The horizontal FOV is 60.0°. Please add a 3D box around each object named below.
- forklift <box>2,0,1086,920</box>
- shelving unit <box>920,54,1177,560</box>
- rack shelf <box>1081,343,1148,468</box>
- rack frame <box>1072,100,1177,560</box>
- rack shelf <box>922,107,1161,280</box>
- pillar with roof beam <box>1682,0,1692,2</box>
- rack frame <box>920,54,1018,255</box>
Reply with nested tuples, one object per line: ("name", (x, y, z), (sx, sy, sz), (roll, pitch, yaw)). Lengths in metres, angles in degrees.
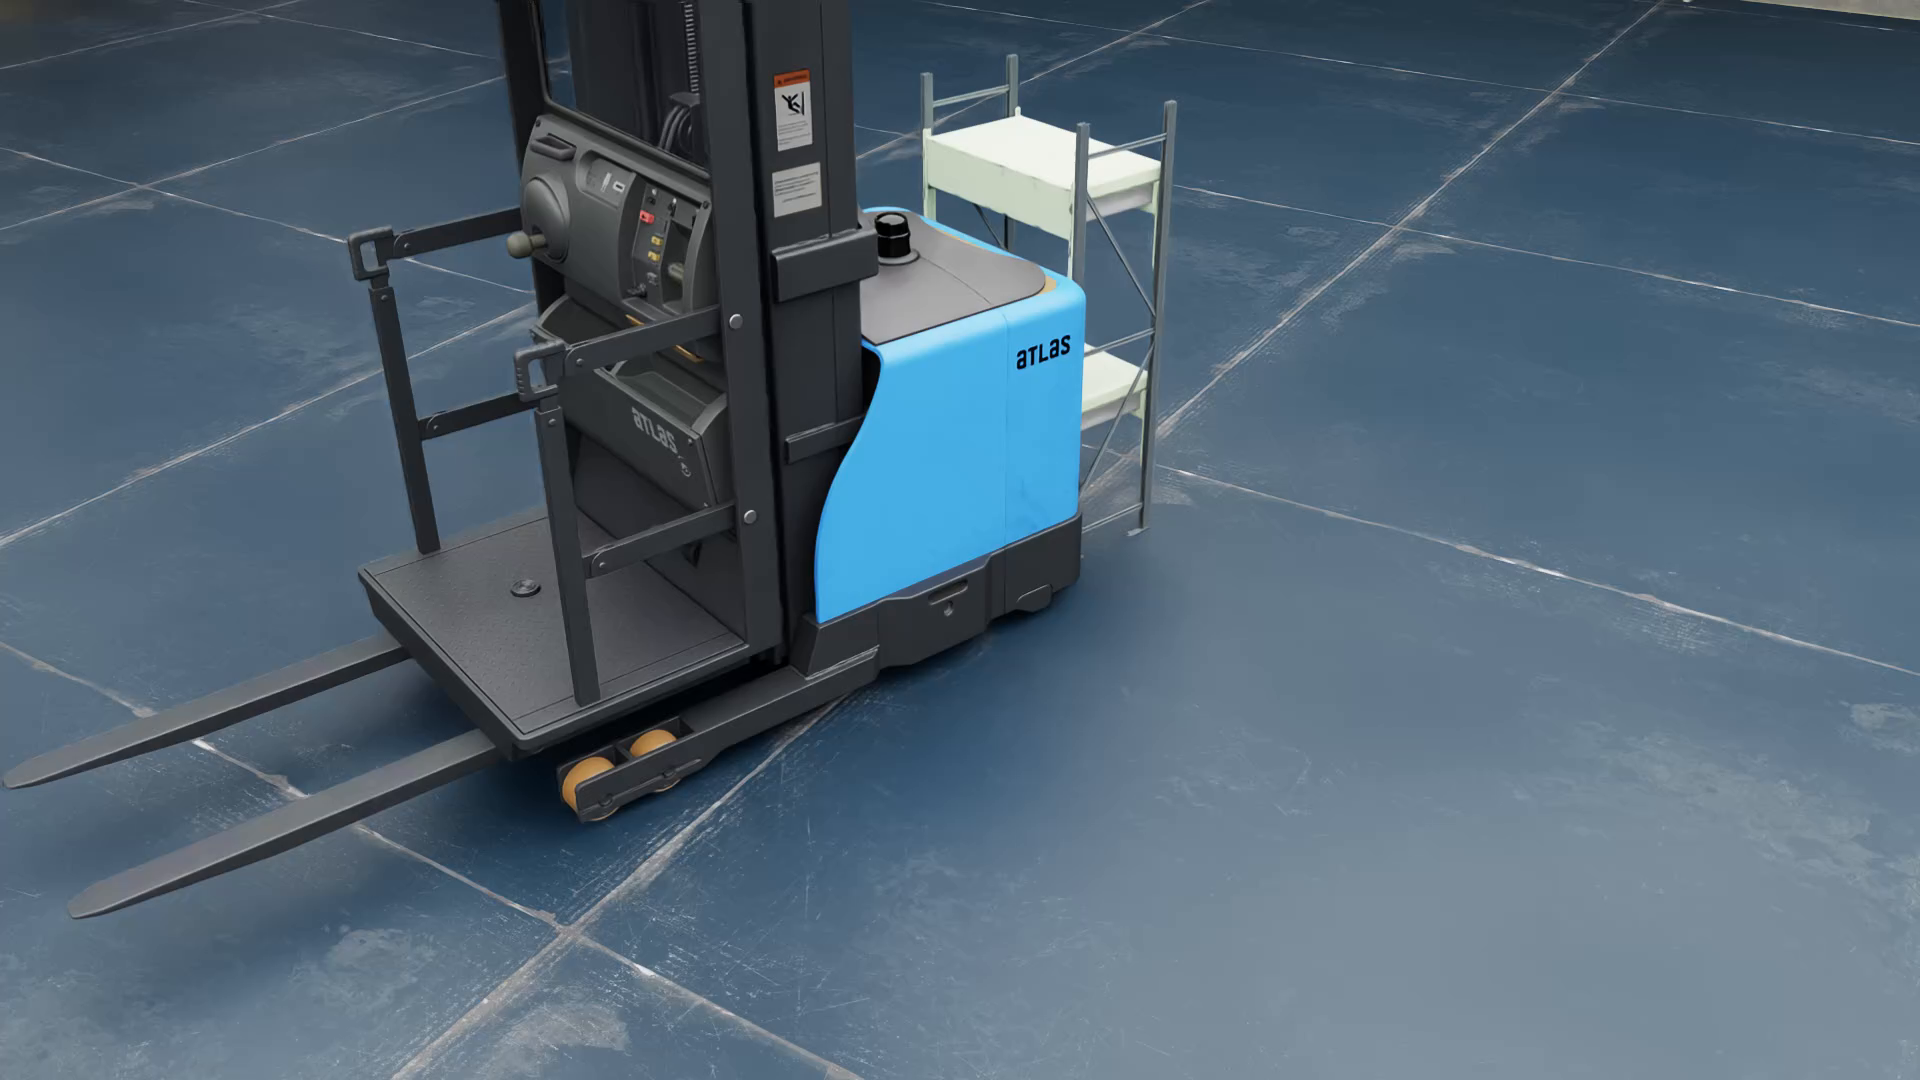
("forklift", (-1.073, -0.815, 4.238), (3.031, 2.935, 1.130), (-22, 37, -33))
("shelving unit", (0.267, -0.768, 5.578), (0.431, 1.500, 0.755), (-23, 37, -33))
("rack shelf", (0.267, -0.486, 5.742), (0.431, 0.370, 0.720), (-23, 37, -33))
("rack frame", (0.500, -0.626, 5.334), (0.400, 1.500, 0.023), (-23, 37, -33))
("rack shelf", (0.267, -1.105, 5.381), (0.431, 0.370, 0.720), (-23, 37, -33))
("pillar with roof beam", (3.291, -6.341, 7.690), (0.400, 9.000, 9.100), (18, 35, 27))
("rack frame", (0.033, -0.910, 5.821), (0.400, 1.500, 0.023), (-23, 37, -33))
